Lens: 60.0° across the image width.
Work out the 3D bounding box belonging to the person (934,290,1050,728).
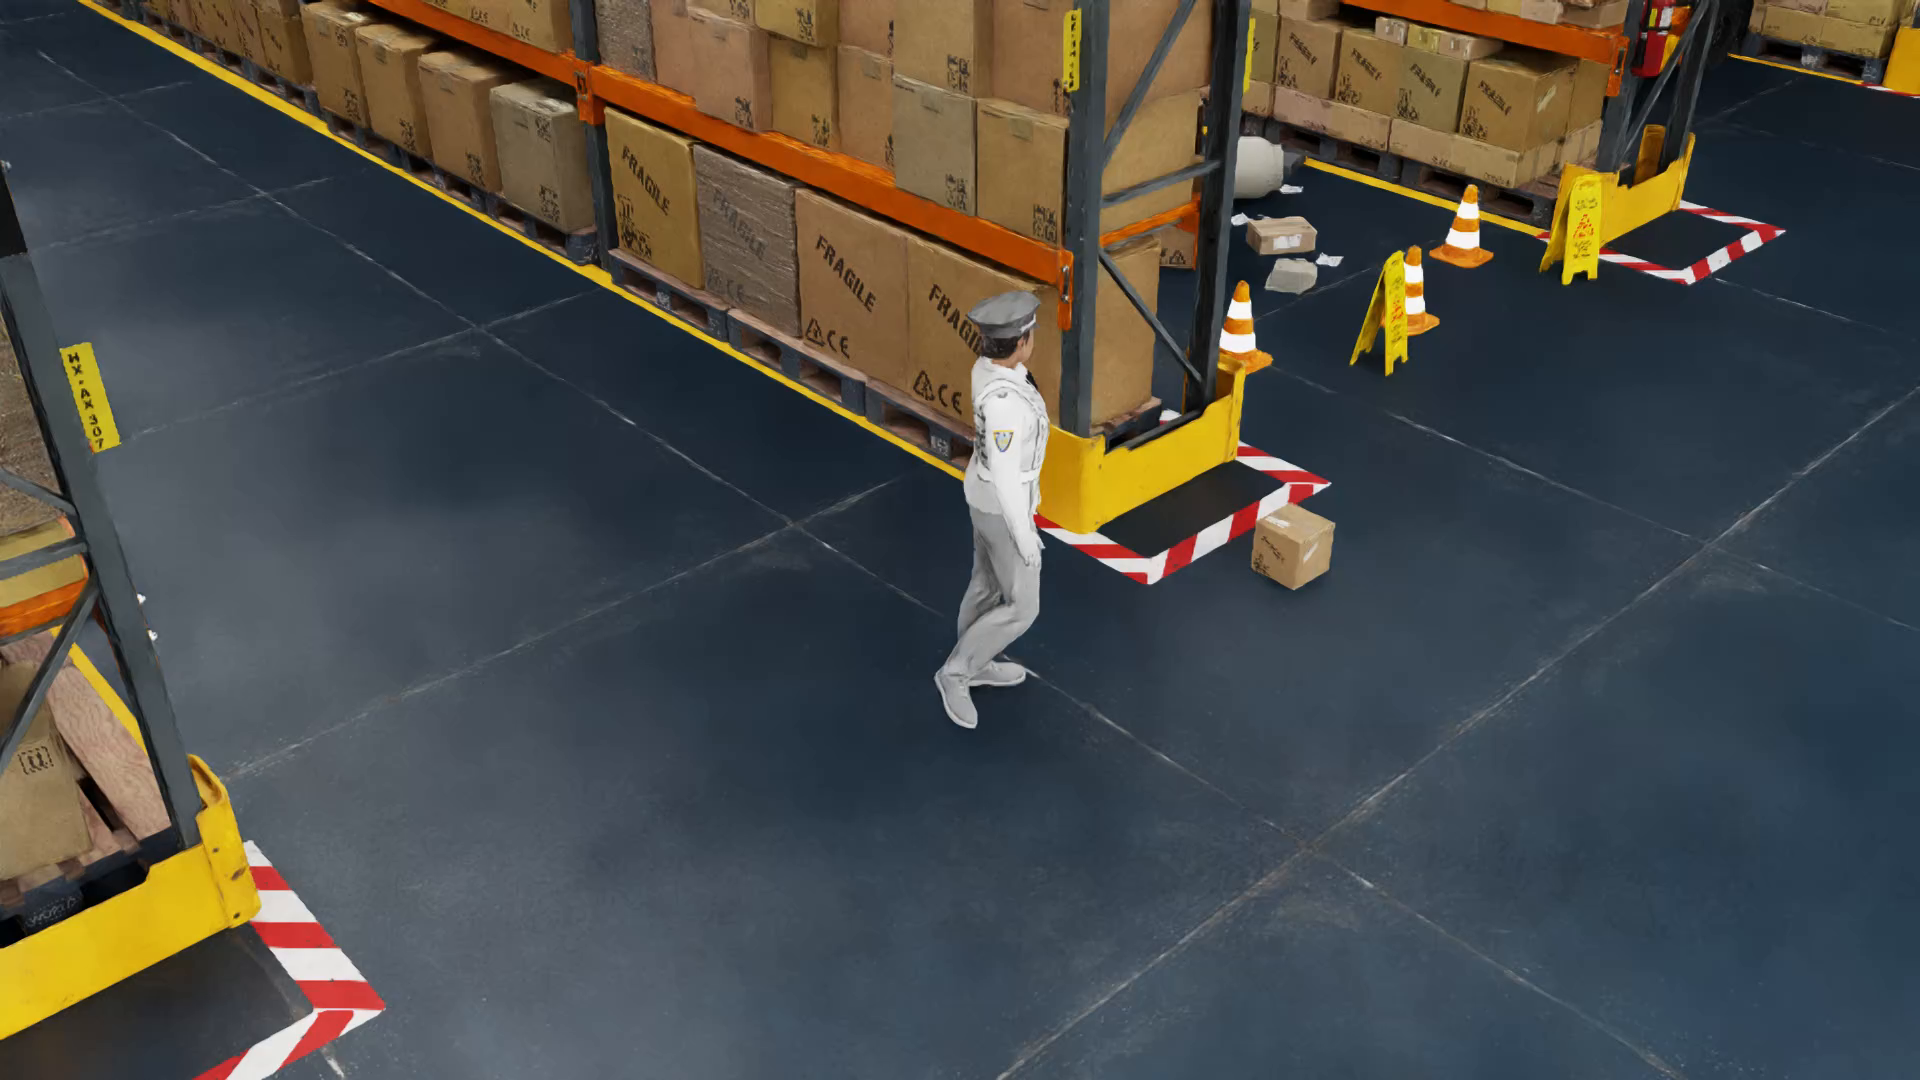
[{"bbox_3d":[0.114,-0.102,6.264,0.442,1.659,0.650,-1,32,-2],"label":"person"}]
